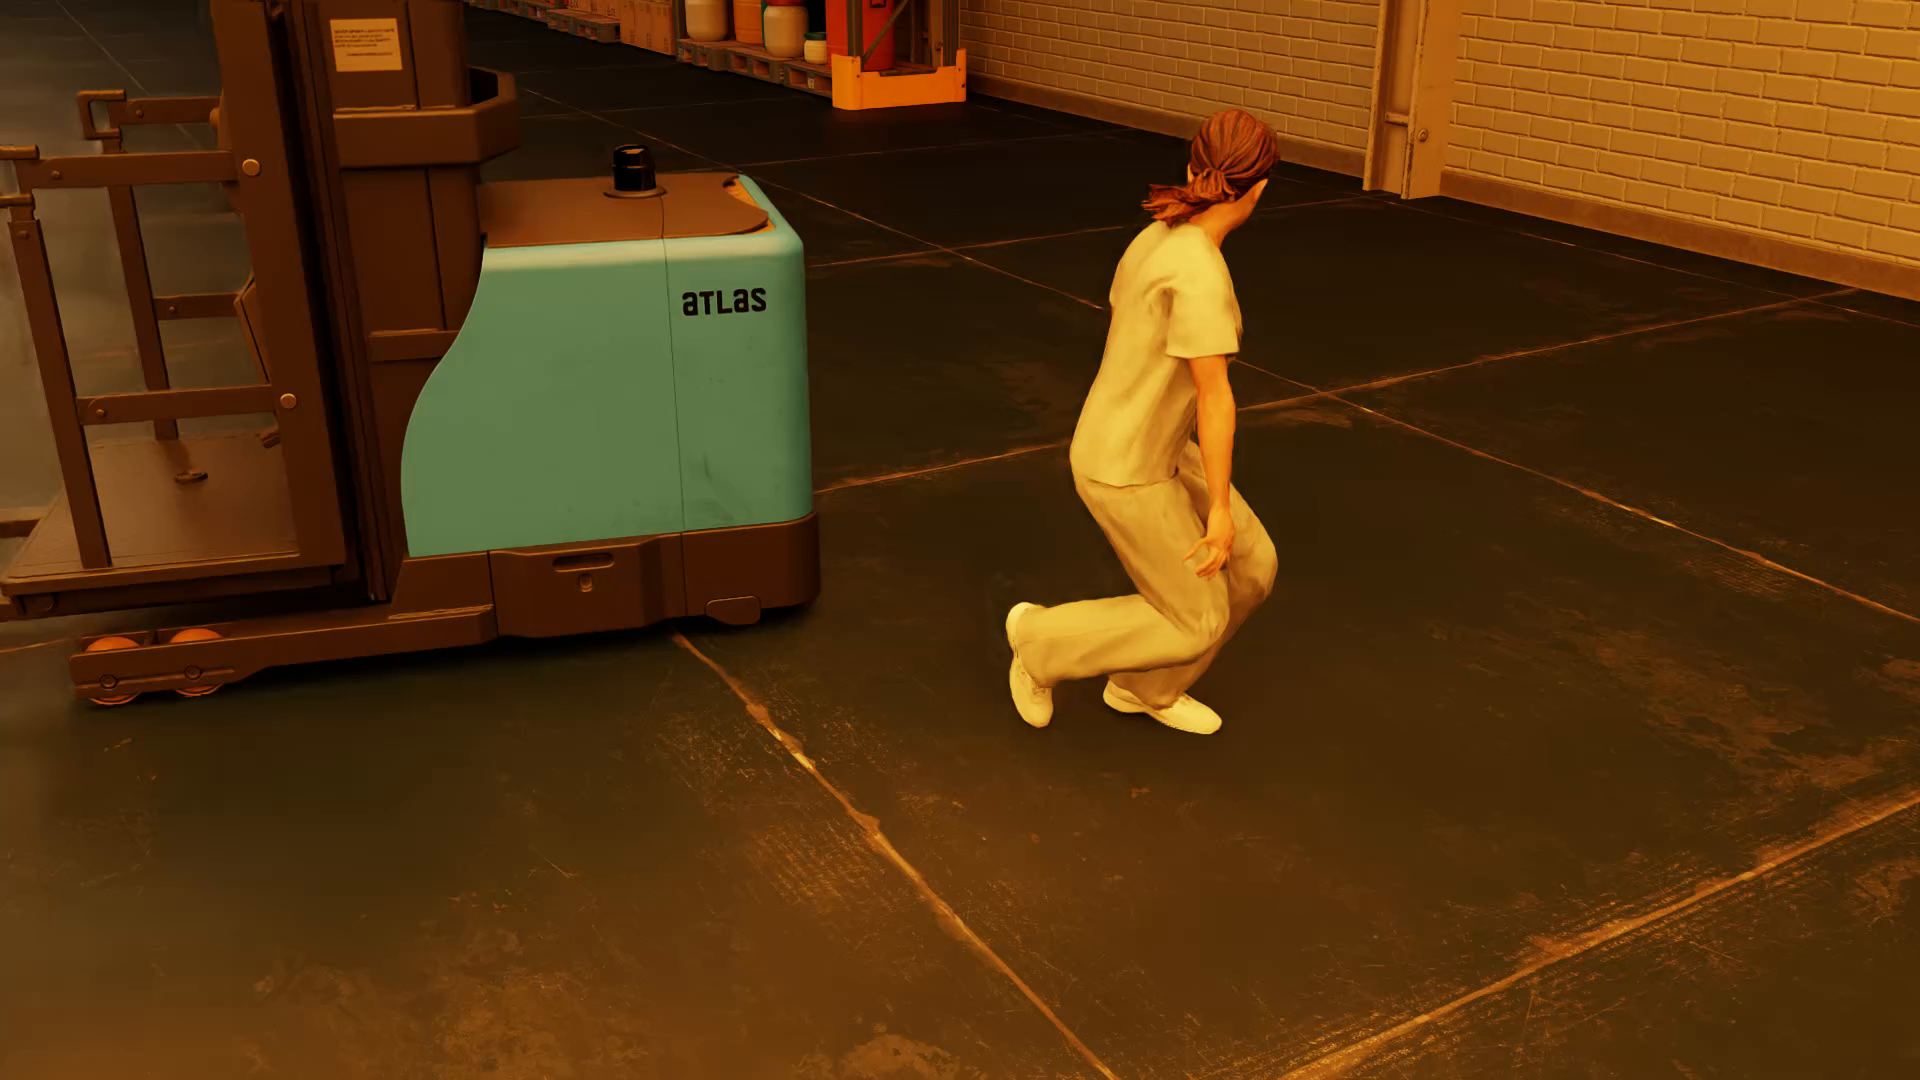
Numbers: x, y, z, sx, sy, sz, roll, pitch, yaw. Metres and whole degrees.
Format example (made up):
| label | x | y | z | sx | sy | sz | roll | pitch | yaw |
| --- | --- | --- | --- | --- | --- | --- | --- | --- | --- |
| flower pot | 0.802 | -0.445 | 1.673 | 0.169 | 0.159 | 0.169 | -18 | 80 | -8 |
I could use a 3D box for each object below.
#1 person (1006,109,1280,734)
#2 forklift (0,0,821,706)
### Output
| label | x | y | z | sx | sy | sz | roll | pitch | yaw |
| --- | --- | --- | --- | --- | --- | --- | --- | --- | --- |
| person | 0.423 | -0.219 | 3.768 | 0.631 | 1.472 | 0.722 | 4 | 23 | 10 |
| forklift | -1.960 | -1.167 | 4.117 | 3.031 | 2.935 | 1.130 | -6 | 23 | -14 |
